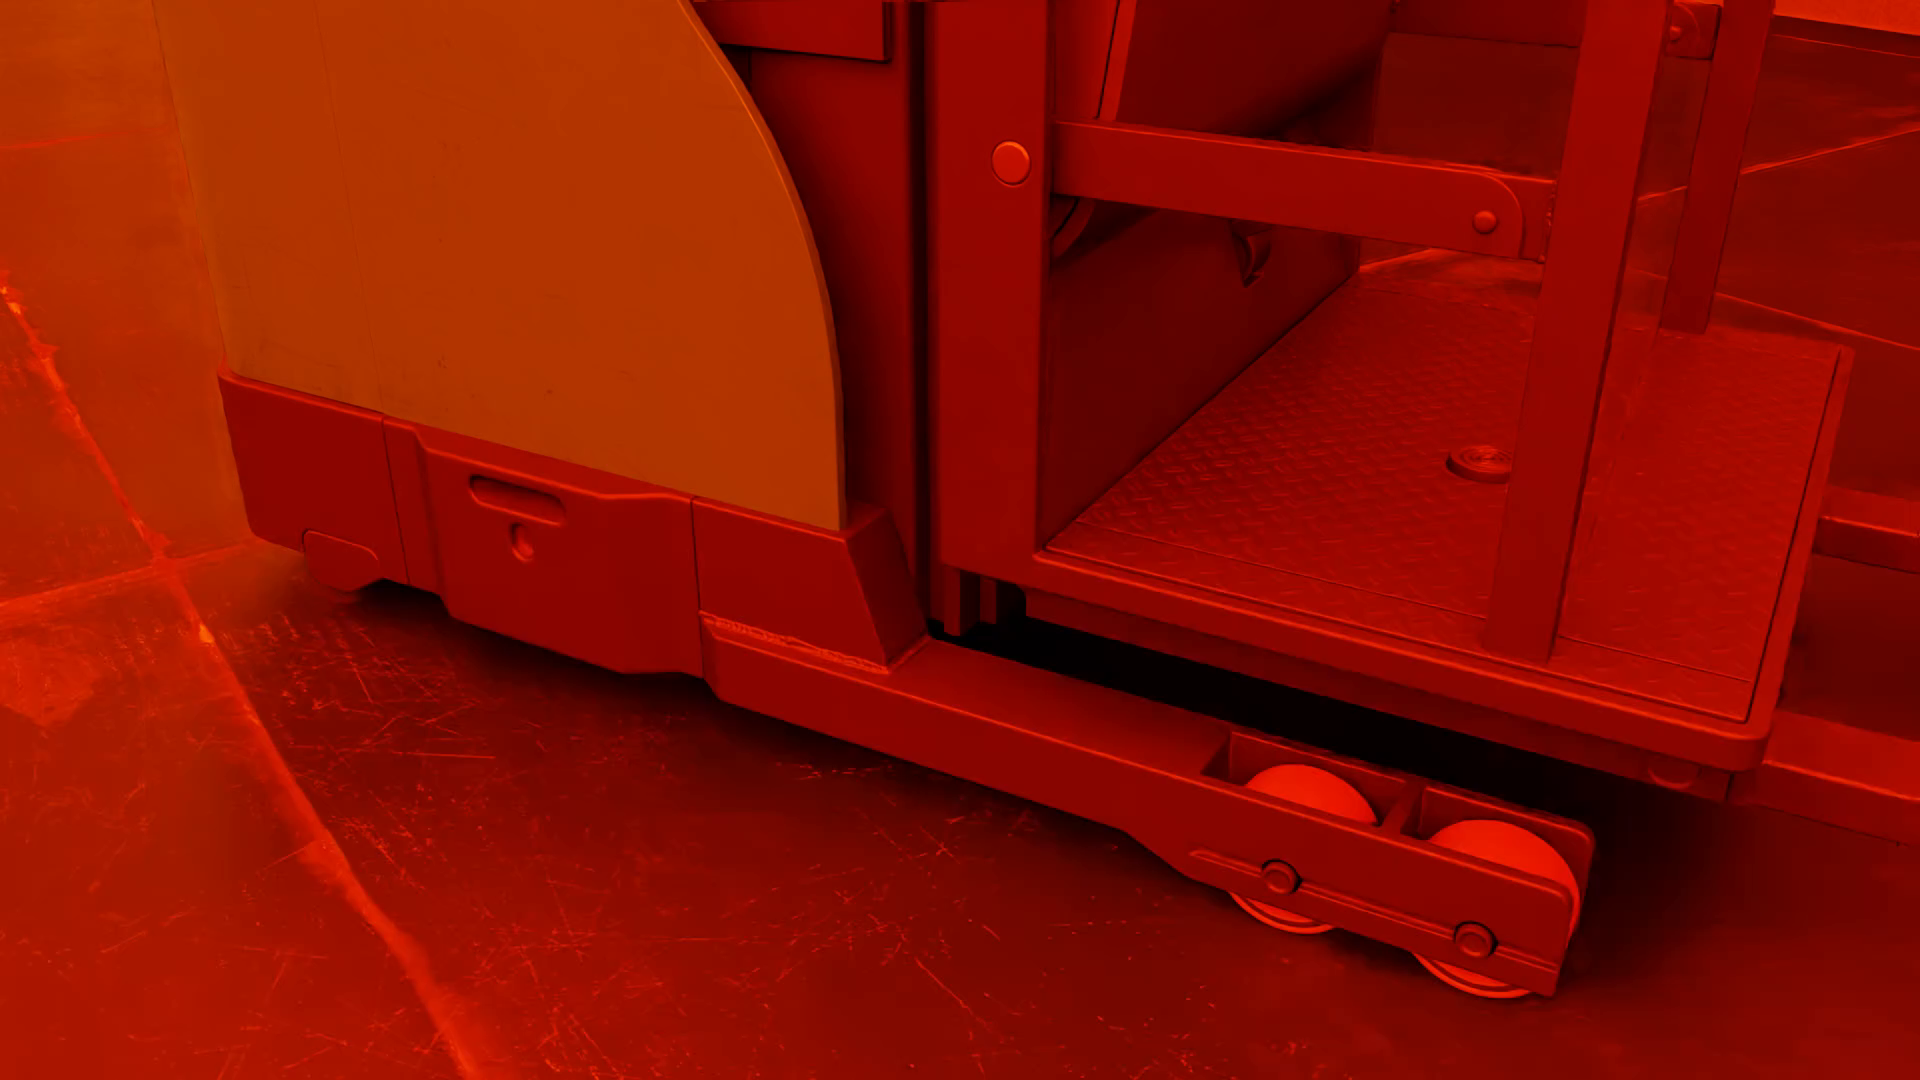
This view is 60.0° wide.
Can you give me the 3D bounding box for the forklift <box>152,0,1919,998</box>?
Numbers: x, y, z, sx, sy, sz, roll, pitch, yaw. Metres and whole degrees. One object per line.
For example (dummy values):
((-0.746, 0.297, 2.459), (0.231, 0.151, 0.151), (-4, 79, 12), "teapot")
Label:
((0.513, -1.140, 1.503), (3.031, 2.935, 1.130), (14, 30, 26), "forklift")
